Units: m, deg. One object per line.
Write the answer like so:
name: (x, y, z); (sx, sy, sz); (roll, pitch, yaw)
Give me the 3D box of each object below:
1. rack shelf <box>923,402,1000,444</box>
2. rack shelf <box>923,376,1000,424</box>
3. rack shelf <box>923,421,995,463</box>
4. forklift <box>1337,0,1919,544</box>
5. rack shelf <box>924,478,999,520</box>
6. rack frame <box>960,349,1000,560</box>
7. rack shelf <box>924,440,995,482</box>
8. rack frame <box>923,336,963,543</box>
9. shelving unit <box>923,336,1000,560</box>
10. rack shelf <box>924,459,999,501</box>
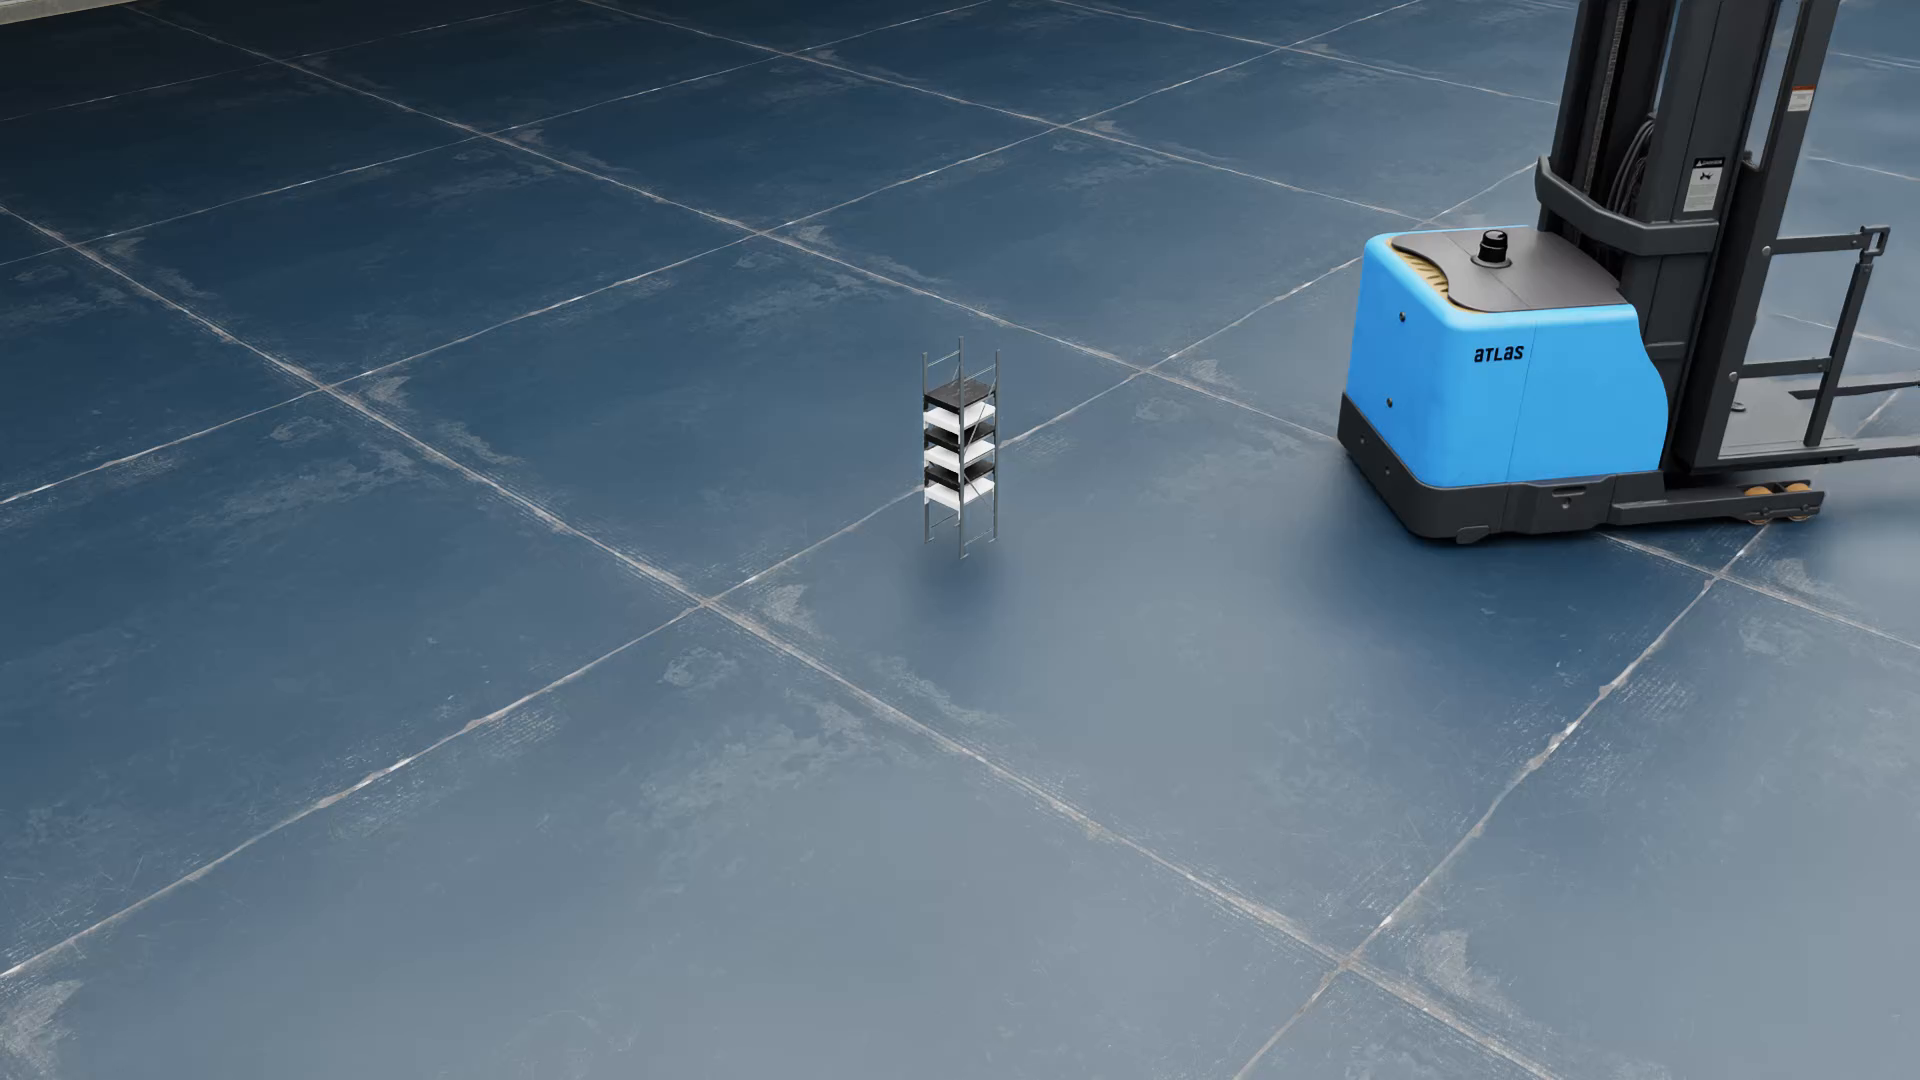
rack shelf: (0.006, -0.508, 6.938); (0.200, 0.077, 0.258); (25, 39, 35)
rack shelf: (0.006, -0.585, 6.891); (0.200, 0.077, 0.258); (25, 39, 35)
rack shelf: (0.006, -0.431, 6.984); (0.200, 0.077, 0.258); (25, 39, 35)
forklift: (3.361, -1.588, 7.045); (3.031, 2.935, 1.130); (-5, 31, -8)
rack shelf: (0.006, -0.200, 7.123); (0.200, 0.077, 0.258); (25, 39, 35)
rack frame: (0.081, -0.348, 6.955); (0.006, 0.900, 0.240); (25, 39, 35)
rack shelf: (0.006, -0.354, 7.030); (0.200, 0.077, 0.258); (25, 39, 35)
rack frame: (-0.069, -0.418, 7.072); (0.006, 0.900, 0.240); (25, 39, 35)
shelving unit: (0.006, -0.383, 7.013); (0.210, 0.900, 0.258); (25, 39, 35)
rack shelf: (0.006, -0.277, 7.077); (0.200, 0.077, 0.258); (25, 39, 35)
